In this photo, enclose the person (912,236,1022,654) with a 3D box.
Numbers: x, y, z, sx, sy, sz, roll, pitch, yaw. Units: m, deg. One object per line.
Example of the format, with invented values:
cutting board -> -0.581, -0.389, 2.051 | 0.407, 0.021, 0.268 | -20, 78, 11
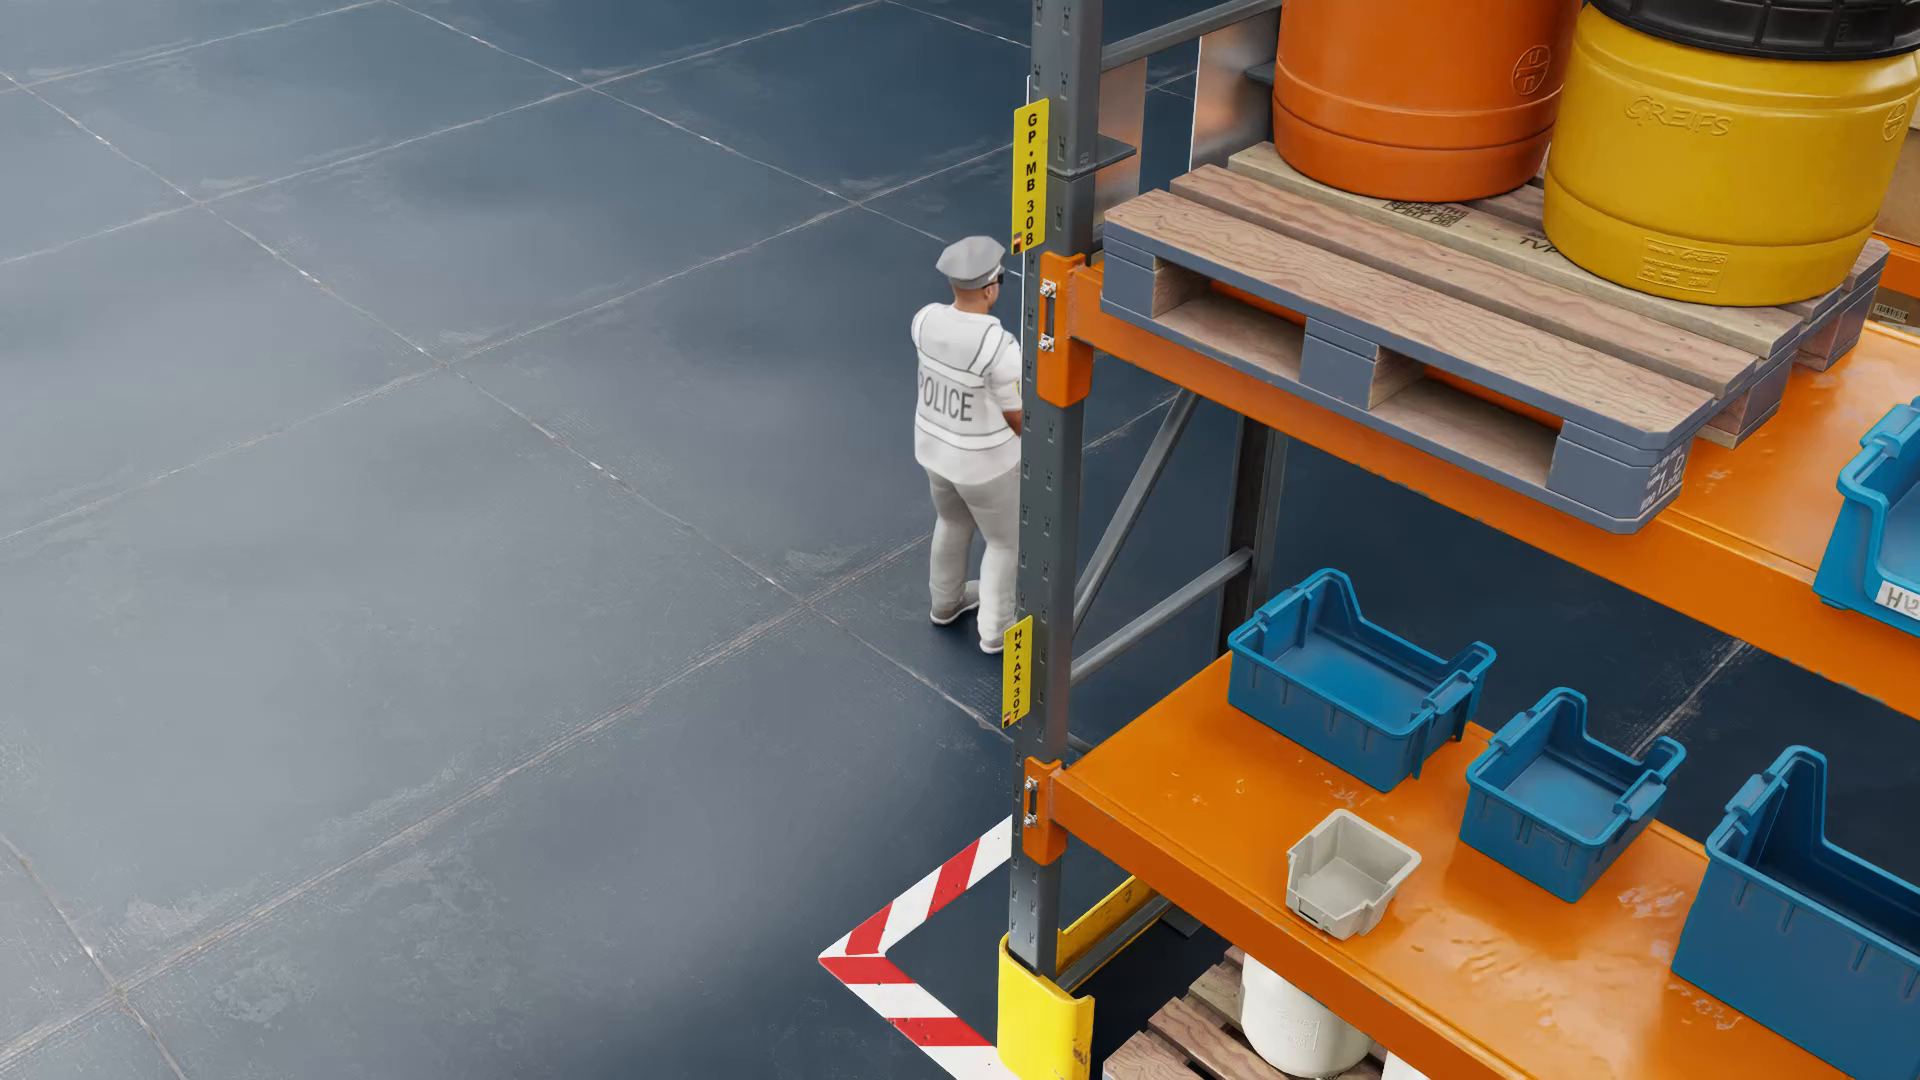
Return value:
person -> 0.082, -0.372, 6.649 | 0.533, 1.766, 0.491 | 29, 44, 35
